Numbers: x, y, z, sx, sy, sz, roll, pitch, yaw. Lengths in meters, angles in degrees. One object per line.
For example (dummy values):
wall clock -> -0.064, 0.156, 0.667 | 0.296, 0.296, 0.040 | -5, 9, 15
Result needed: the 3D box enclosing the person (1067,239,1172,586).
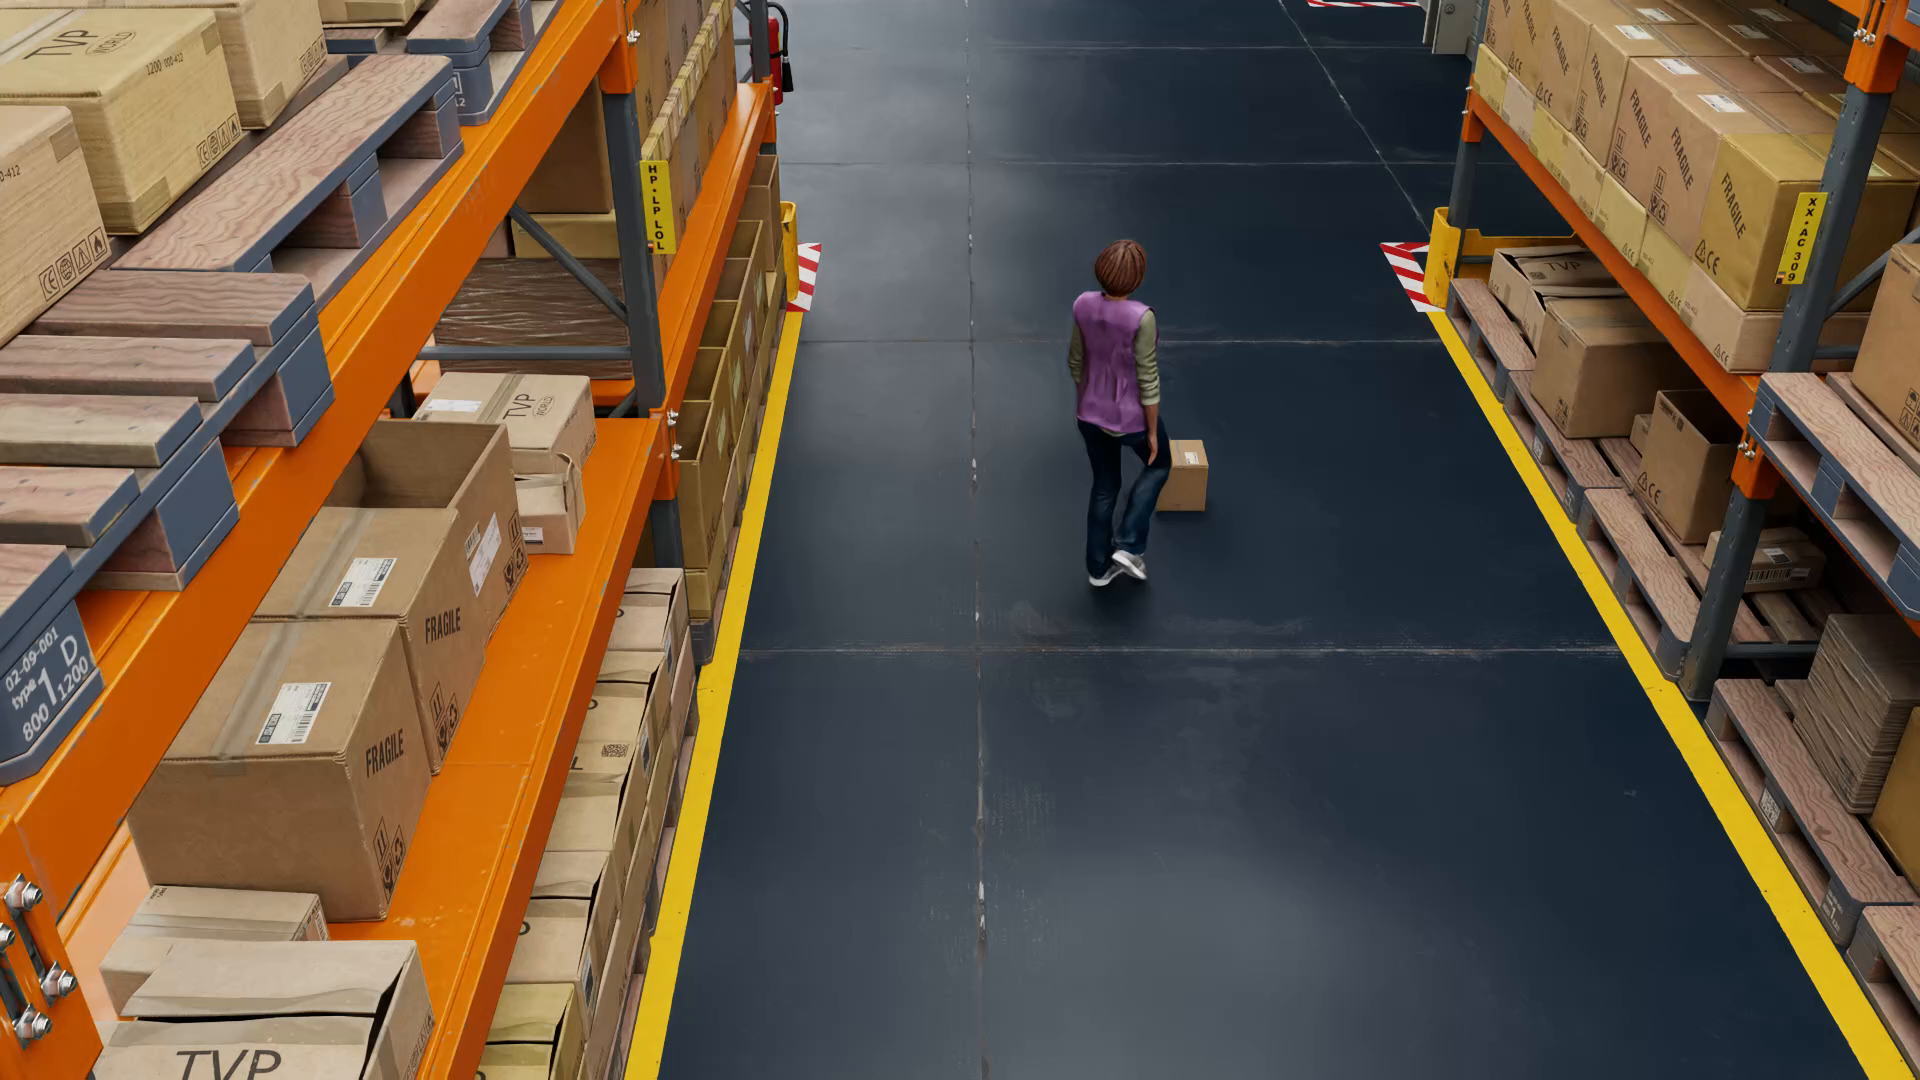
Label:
person -> 0.677, -0.522, 6.978 | 0.466, 1.595, 0.412 | 18, 36, 27
